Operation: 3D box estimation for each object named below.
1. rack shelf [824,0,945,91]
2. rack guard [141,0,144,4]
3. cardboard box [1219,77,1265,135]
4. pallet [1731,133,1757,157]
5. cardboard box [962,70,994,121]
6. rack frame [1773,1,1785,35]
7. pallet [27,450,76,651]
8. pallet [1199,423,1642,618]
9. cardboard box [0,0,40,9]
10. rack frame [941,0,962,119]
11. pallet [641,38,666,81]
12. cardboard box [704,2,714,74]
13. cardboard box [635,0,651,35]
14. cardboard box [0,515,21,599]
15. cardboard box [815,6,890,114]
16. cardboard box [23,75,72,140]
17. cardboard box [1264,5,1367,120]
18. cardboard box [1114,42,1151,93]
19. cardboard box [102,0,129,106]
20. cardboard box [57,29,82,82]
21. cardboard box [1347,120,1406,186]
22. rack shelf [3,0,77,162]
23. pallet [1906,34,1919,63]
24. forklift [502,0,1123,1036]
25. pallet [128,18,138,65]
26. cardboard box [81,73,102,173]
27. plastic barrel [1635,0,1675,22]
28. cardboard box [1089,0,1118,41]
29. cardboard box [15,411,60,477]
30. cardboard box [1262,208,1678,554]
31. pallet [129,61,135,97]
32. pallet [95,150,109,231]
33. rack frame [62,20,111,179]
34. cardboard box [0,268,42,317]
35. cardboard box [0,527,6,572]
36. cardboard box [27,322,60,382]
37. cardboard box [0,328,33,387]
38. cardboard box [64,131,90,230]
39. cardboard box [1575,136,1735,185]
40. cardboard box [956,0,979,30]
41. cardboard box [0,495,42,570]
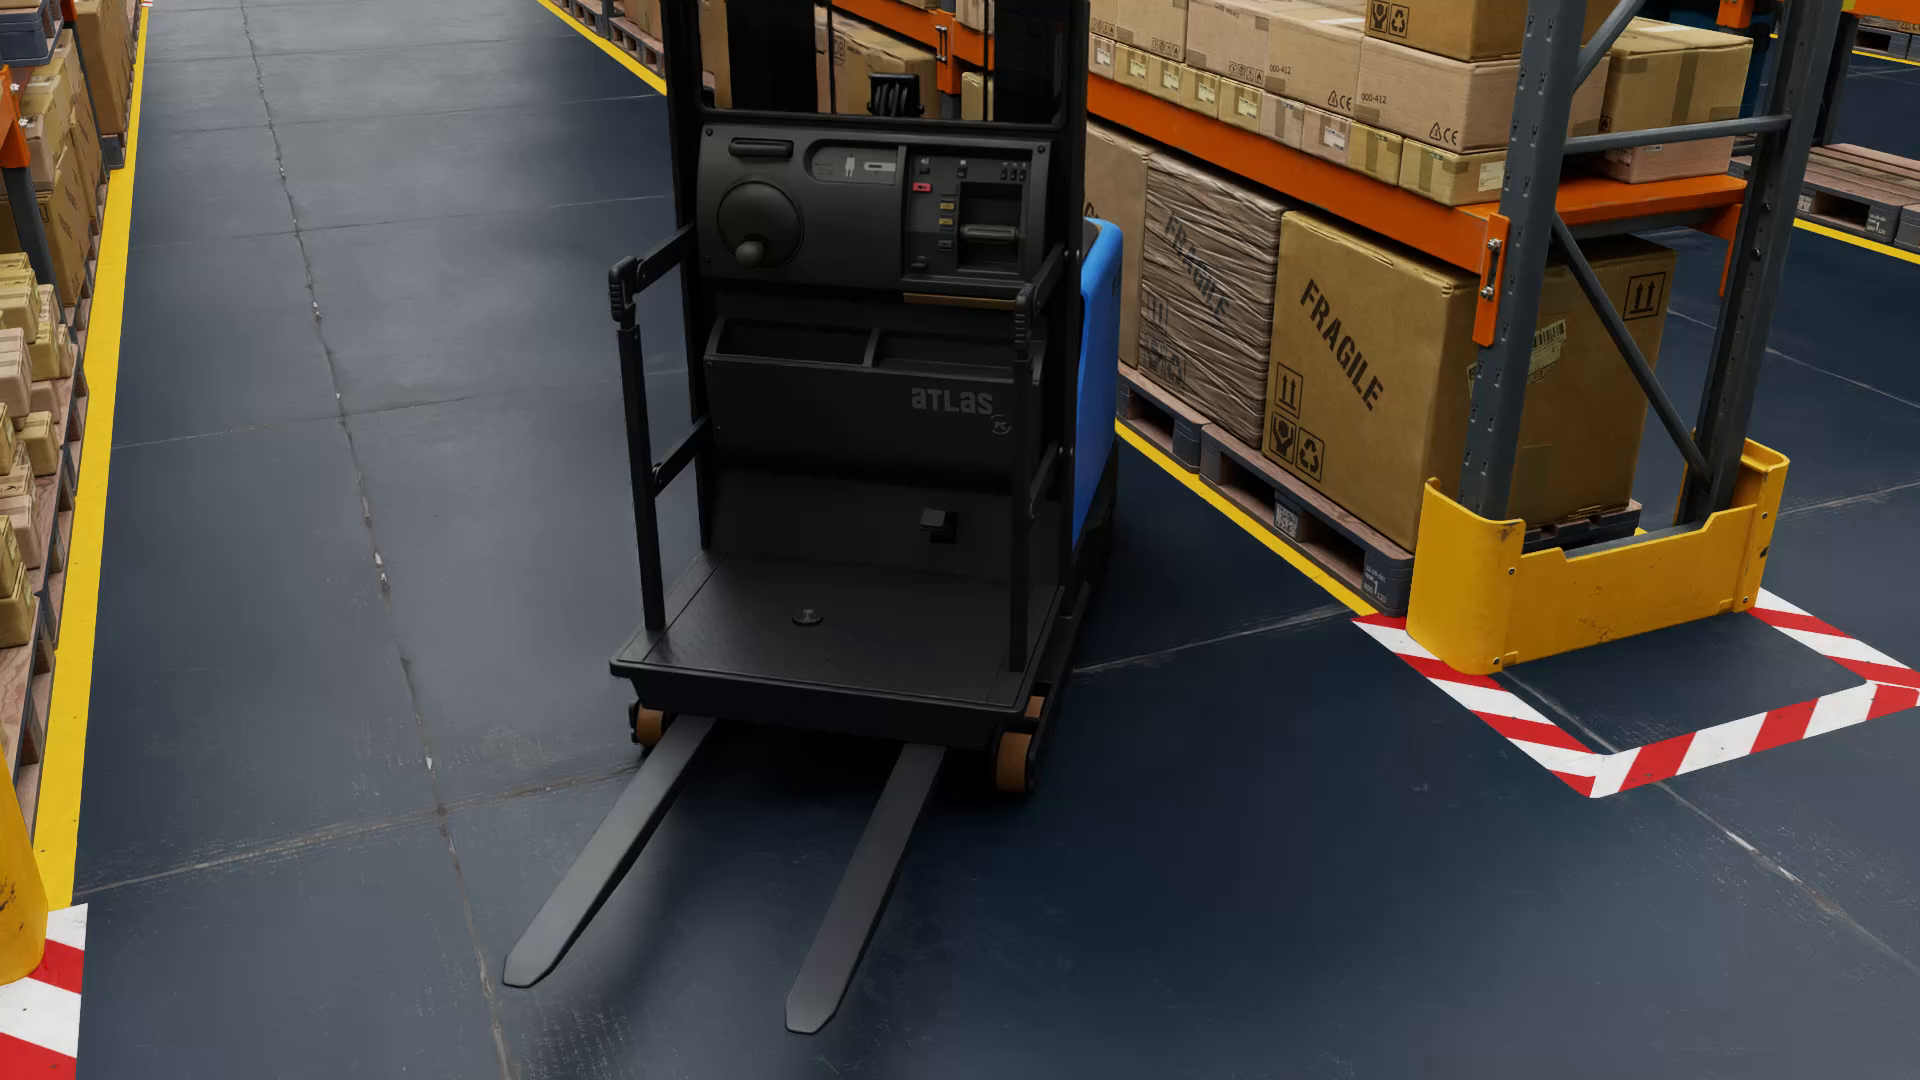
[{"bbox_3d":[-0.390,-3.215,9.736,1.077,0.370,4.000,-11,28,-21],"label":"rack shelf"},{"bbox_3d":[-8.919,-5.650,16.753,1.175,0.500,0.348,-11,28,-21],"label":"rack guard"},{"bbox_3d":[1.116,-1.502,5.695,0.380,0.149,0.250,-11,28,-22],"label":"cardboard box"},{"bbox_3d":[4.686,-2.647,10.932,1.003,0.211,1.213,-11,28,-21],"label":"pallet"},{"bbox_3d":[0.578,-1.685,7.724,0.875,0.875,0.875,-11,28,-21],"label":"cardboard box"},{"bbox_3d":[7.943,-6.046,14.715,1.000,3.000,0.127,-11,28,-21],"label":"rack frame"},{"bbox_3d":[-3.433,0.092,5.321,1.003,0.211,1.213,-11,28,-21],"label":"pallet"},{"bbox_3d":[1.574,-0.172,5.862,1.003,0.211,1.213,-11,28,-21],"label":"pallet"},{"bbox_3d":[-3.942,-2.233,6.713,0.380,0.149,0.250,-12,28,-23],"label":"cardboard box"},{"bbox_3d":[0.393,-2.731,7.924,1.000,3.000,0.127,-11,28,-21],"label":"rack frame"},{"bbox_3d":[-1.952,-3.900,13.497,1.003,0.211,1.213,-11,28,-21],"label":"pallet"},{"bbox_3d":[-1.454,-3.687,12.231,0.700,0.500,0.500,-12,29,-23],"label":"cardboard box"},{"bbox_3d":[-2.350,-4.588,14.075,0.700,0.500,0.500,-11,28,-21],"label":"cardboard box"},{"bbox_3d":[-2.846,0.072,4.615,0.380,0.149,0.250,-10,28,-19],"label":"cardboard box"},{"bbox_3d":[-0.227,-2.580,9.559,1.225,0.875,0.875,-12,28,-22],"label":"cardboard box"},{"bbox_3d":[-4.663,-2.087,8.121,0.500,0.250,0.500,-9,28,-19],"label":"cardboard box"},{"bbox_3d":[1.327,-1.537,5.312,0.500,0.250,0.500,-11,28,-21],"label":"cardboard box"},{"bbox_3d":[0.815,-1.812,6.329,0.380,0.149,0.250,-11,28,-22],"label":"cardboard box"},{"bbox_3d":[-6.278,-3.326,11.228,1.050,0.750,0.750,-10,28,-20],"label":"cardboard box"},{"bbox_3d":[-5.268,-2.706,9.388,0.500,0.250,0.500,-11,28,-22],"label":"cardboard box"},{"bbox_3d":[1.414,-1.195,5.065,0.380,0.149,0.250,-10,28,-20],"label":"cardboard box"},{"bbox_3d":[-4.994,-2.404,8.074,1.077,0.370,4.000,-11,28,-21],"label":"rack shelf"},{"bbox_3d":[8.674,-3.993,13.689,1.003,0.211,1.213,-11,28,-21],"label":"pallet"},{"bbox_3d":[-0.276,-0.828,4.106,1.130,2.935,3.031,6,27,11],"label":"forklift"},{"bbox_3d":[-7.569,-4.216,14.145,1.003,0.211,1.213,-11,28,-21],"label":"pallet"},{"bbox_3d":[-5.279,-2.379,9.574,0.500,0.500,0.500,-11,28,-21],"label":"cardboard box"},{"bbox_3d":[4.476,-3.336,11.077,0.600,0.901,0.708,-11,28,-21],"label":"plastic barrel"},{"bbox_3d":[0.734,-2.153,6.572,0.500,0.250,0.500,-10,28,-19],"label":"cardboard box"},{"bbox_3d":[-3.338,-0.309,5.736,0.380,0.149,0.250,-11,28,-21],"label":"cardboard box"},{"bbox_3d":[1.635,-0.595,5.492,0.875,0.875,0.875,-11,28,-21],"label":"cardboard box"},{"bbox_3d":[-6.972,-3.597,12.877,1.003,0.211,1.213,-11,28,-21],"label":"pallet"},{"bbox_3d":[-5.472,-1.965,9.535,1.003,0.211,1.213,-11,28,-21],"label":"pallet"},{"bbox_3d":[-5.777,-3.534,9.570,1.000,3.000,0.127,-11,28,-21],"label":"rack frame"},{"bbox_3d":[-3.695,-0.899,6.265,0.380,0.149,0.250,-10,28,-20],"label":"cardboard box"},{"bbox_3d":[-2.736,0.036,4.350,0.380,0.149,0.250,-11,28,-21],"label":"cardboard box"},{"bbox_3d":[-3.556,-0.676,6.147,0.380,0.149,0.250,-12,28,-22],"label":"cardboard box"},{"bbox_3d":[-3.370,-0.588,5.629,0.380,0.149,0.250,-12,28,-23],"label":"cardboard box"},{"bbox_3d":[-4.682,-1.751,8.288,0.500,0.500,0.500,-10,28,-20],"label":"cardboard box"},{"bbox_3d":[2.124,-1.203,5.082,0.380,0.149,0.250,-10,28,-20],"label":"cardboard box"},{"bbox_3d":[0.203,-2.441,7.618,0.380,0.149,0.250,-11,28,-20],"label":"cardboard box"},{"bbox_3d":[-3.040,0.006,5.089,0.380,0.149,0.250,-12,28,-23],"label":"cardboard box"}]
